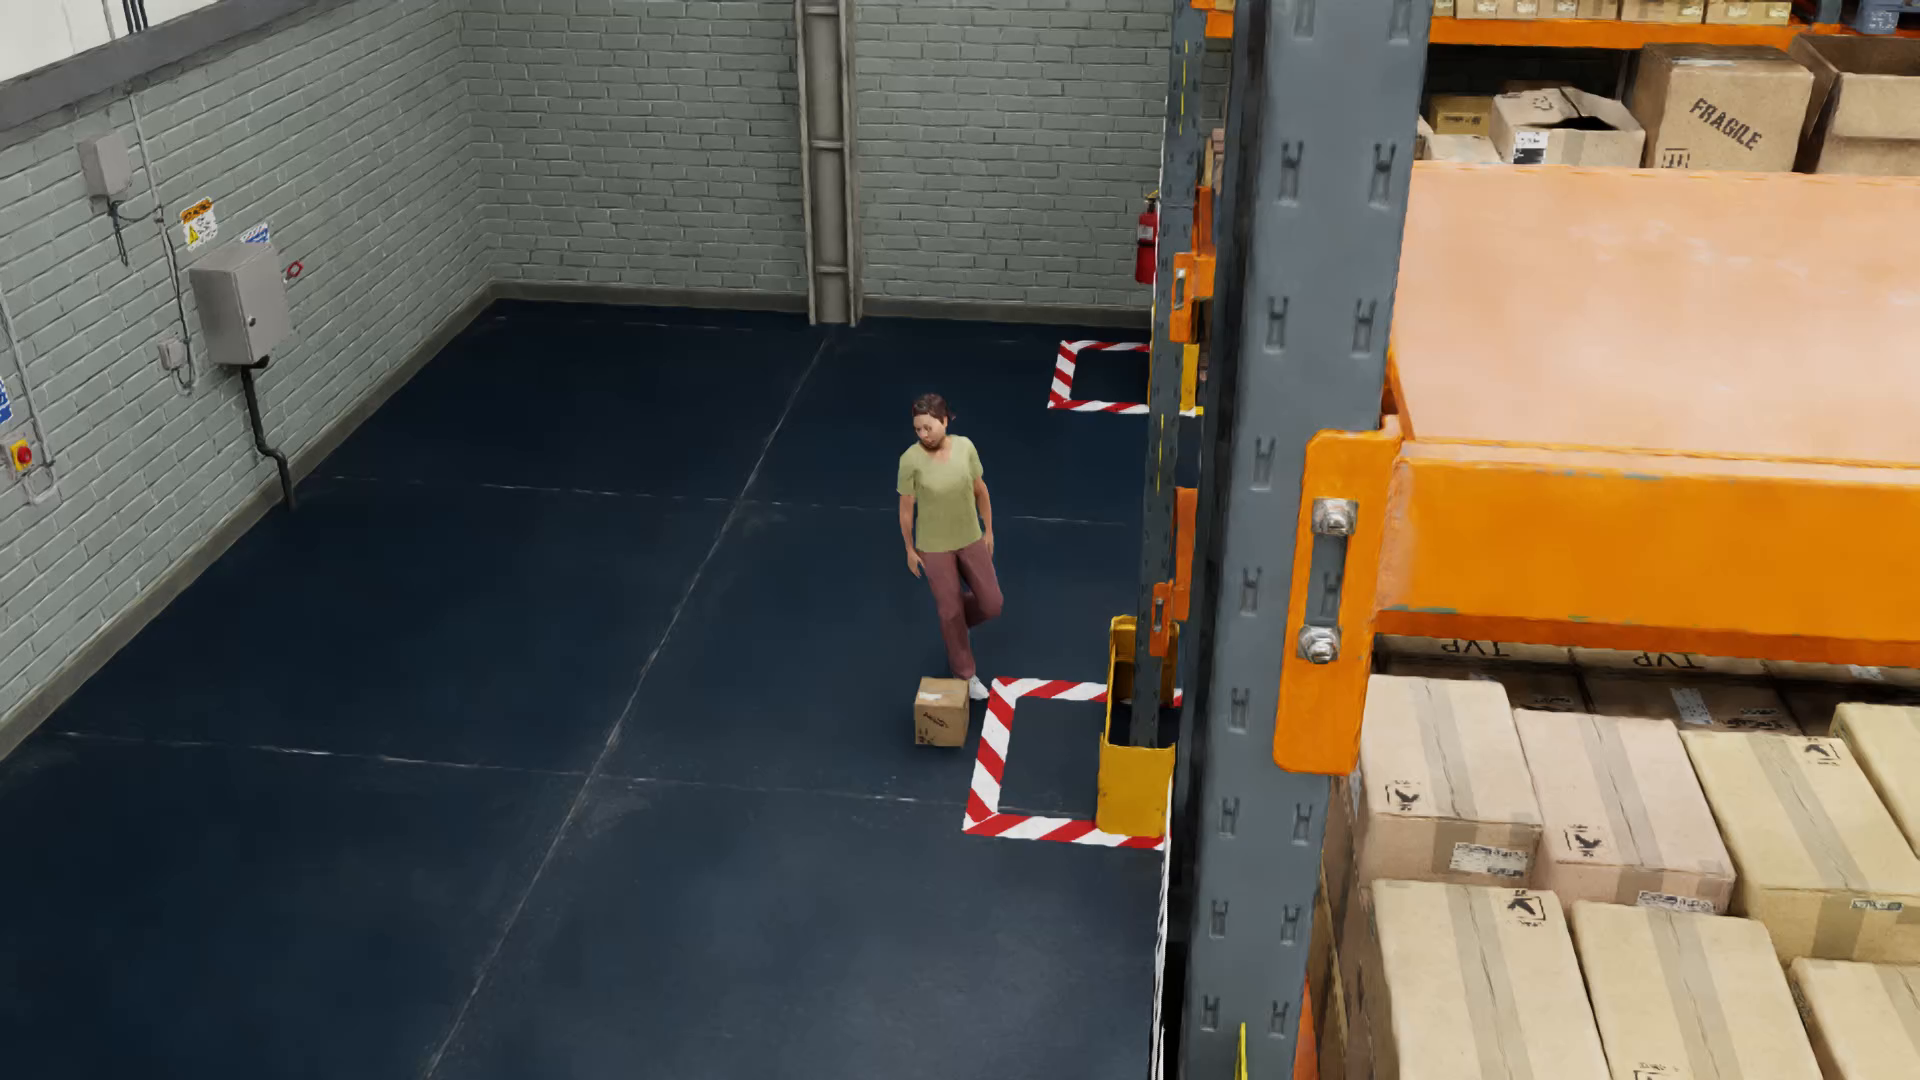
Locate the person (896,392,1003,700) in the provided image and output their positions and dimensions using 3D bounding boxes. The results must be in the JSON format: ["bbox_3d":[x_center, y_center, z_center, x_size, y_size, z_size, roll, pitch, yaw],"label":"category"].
[{"bbox_3d":[-0.061,0.132,8.658,0.495,1.408,0.578,-11,30,-19],"label":"person"}]
